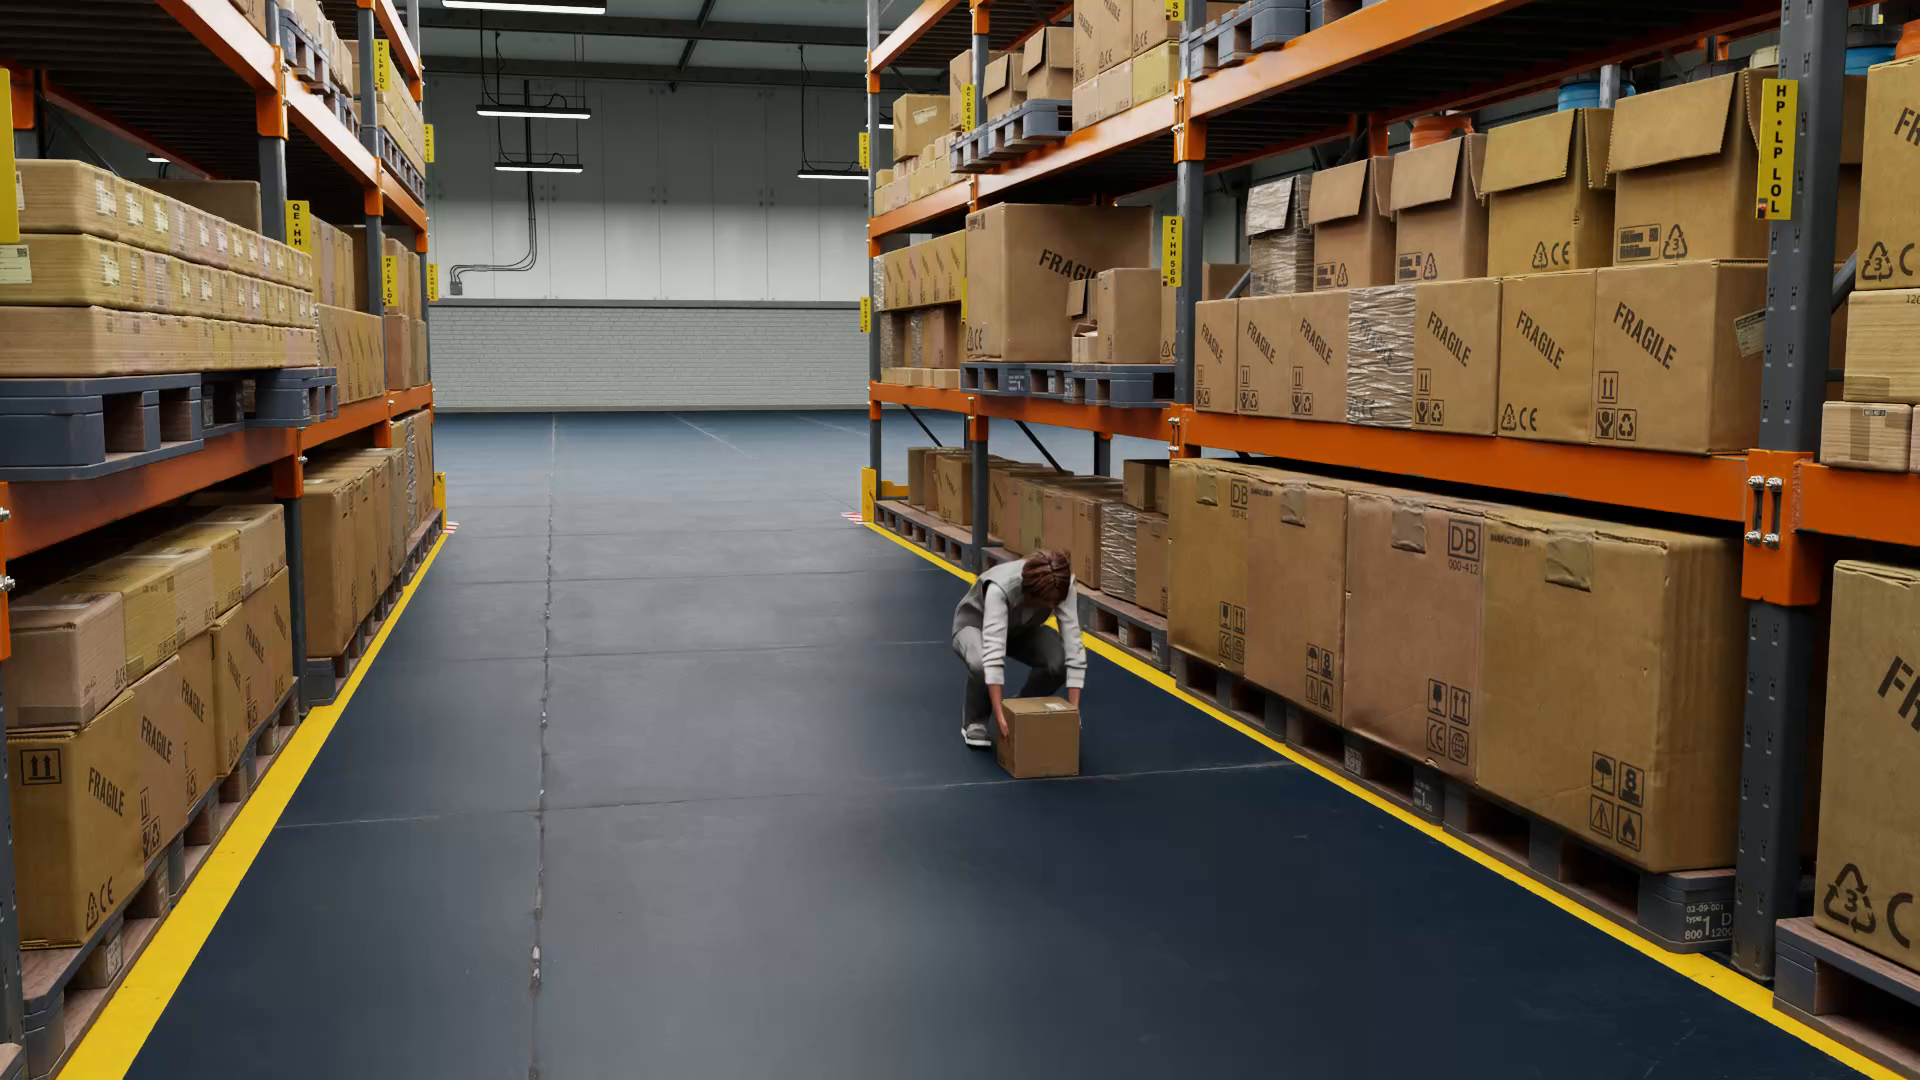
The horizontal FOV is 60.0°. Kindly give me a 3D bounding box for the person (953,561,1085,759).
[{"bbox_3d":[0.217,0.445,6.580,0.436,0.782,0.804,-2,7,-14],"label":"person"}]
